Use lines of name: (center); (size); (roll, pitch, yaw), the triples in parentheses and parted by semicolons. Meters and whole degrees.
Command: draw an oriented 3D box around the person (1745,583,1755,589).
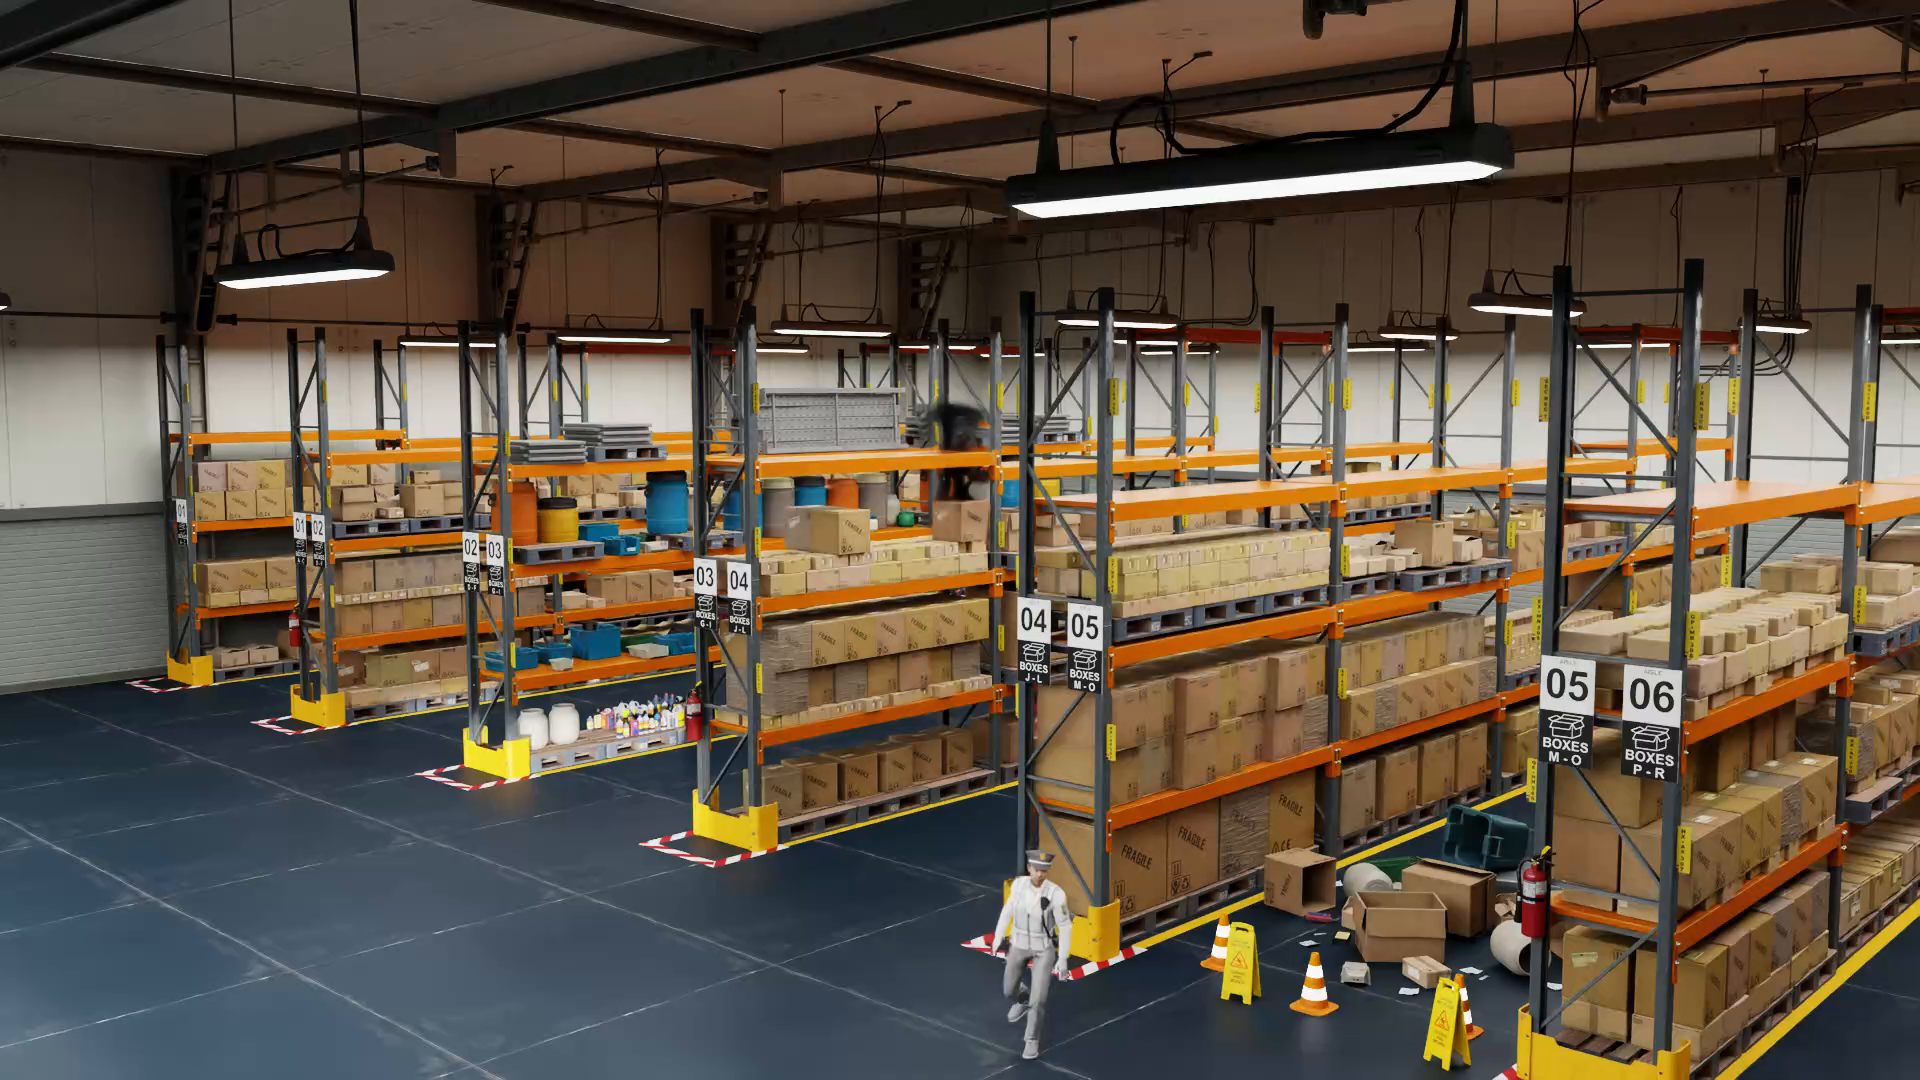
person: (13.805, 1.591, 29.241); (0.642, 1.709, 0.626); (-1, 6, -15)

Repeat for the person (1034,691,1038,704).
person: (1.269, 1.891, 26.339); (0.484, 1.670, 0.803); (4, 6, 33)

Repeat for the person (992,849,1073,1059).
person: (0.585, 3.144, 12.968); (0.672, 1.609, 0.702); (2, 6, 17)

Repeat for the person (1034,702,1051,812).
person: (1.170, 2.592, 18.991); (0.646, 1.683, 1.059); (5, 7, 41)
